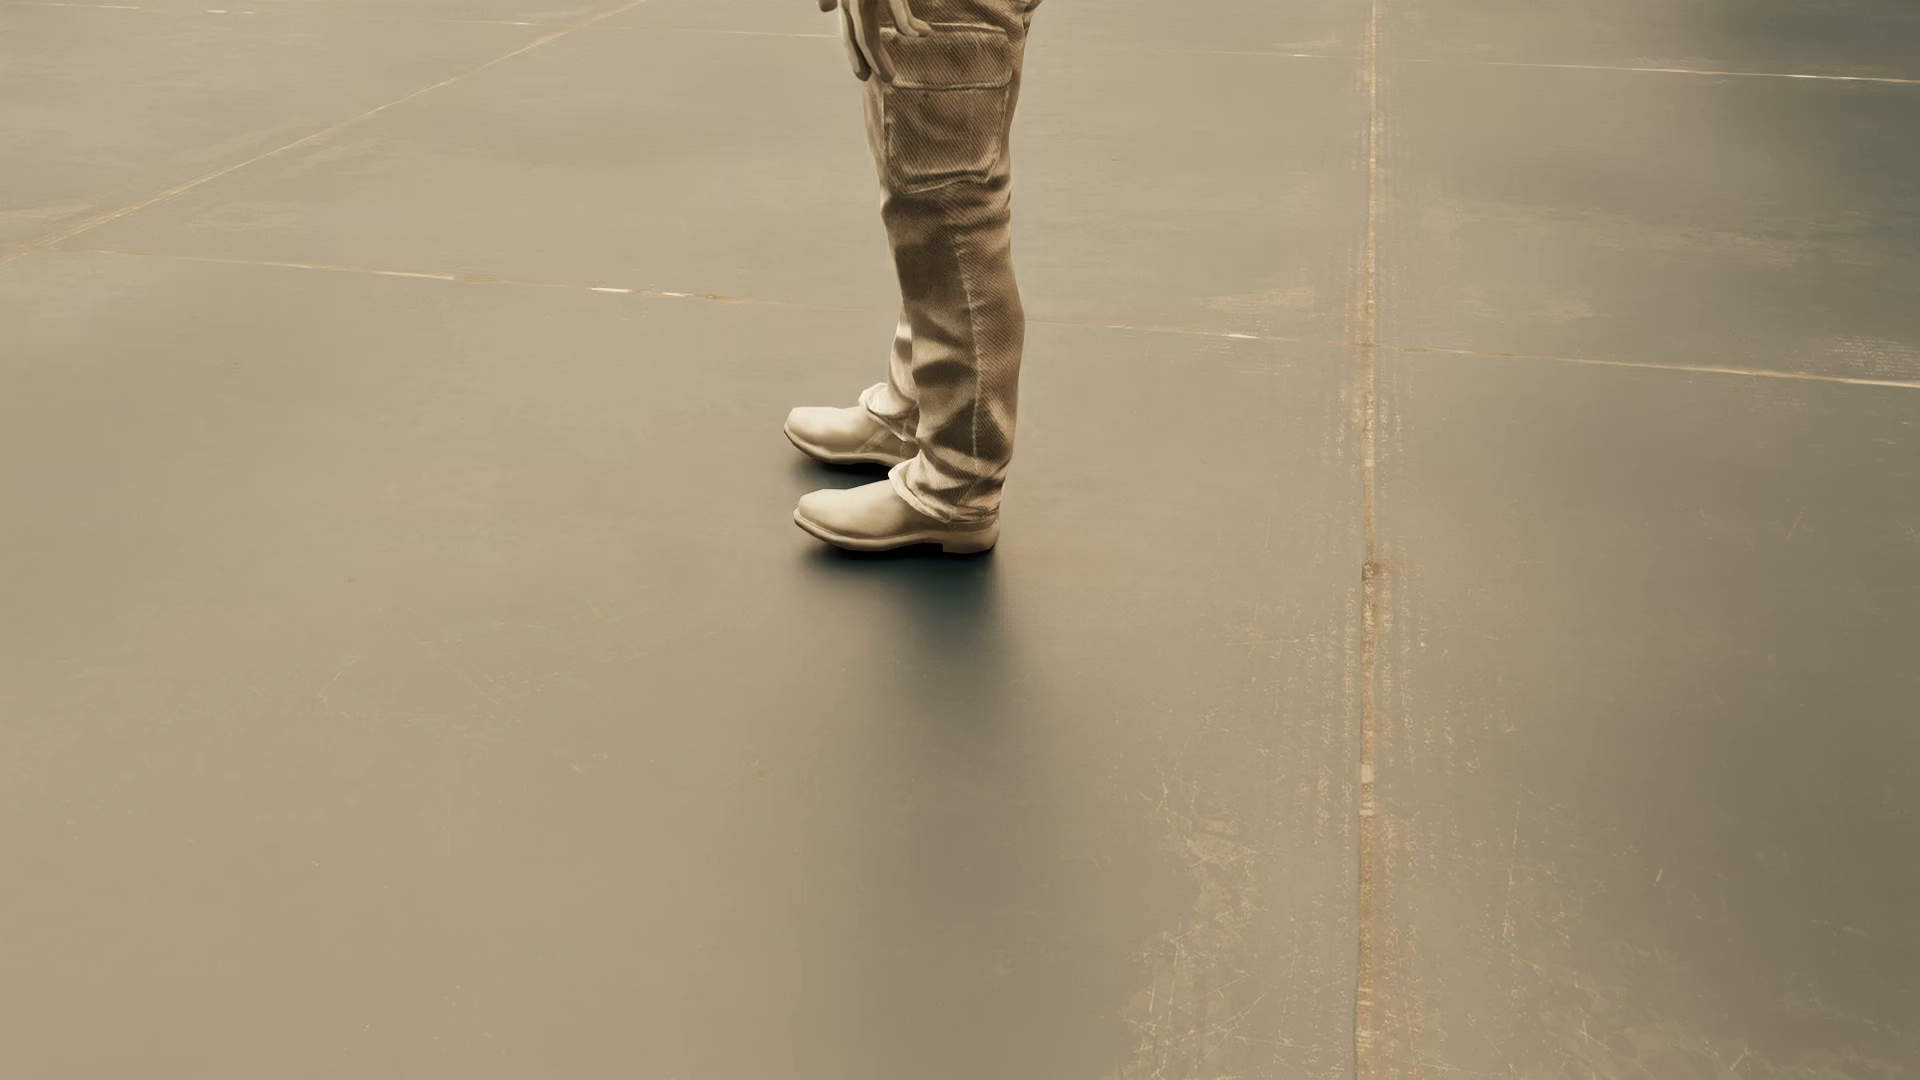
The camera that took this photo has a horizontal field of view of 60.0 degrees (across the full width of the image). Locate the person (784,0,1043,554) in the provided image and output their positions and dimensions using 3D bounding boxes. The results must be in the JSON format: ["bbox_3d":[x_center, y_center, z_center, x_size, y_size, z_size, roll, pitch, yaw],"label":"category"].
[{"bbox_3d":[-0.069,-0.814,2.117,0.575,1.785,0.657,6,27,11],"label":"person"}]
